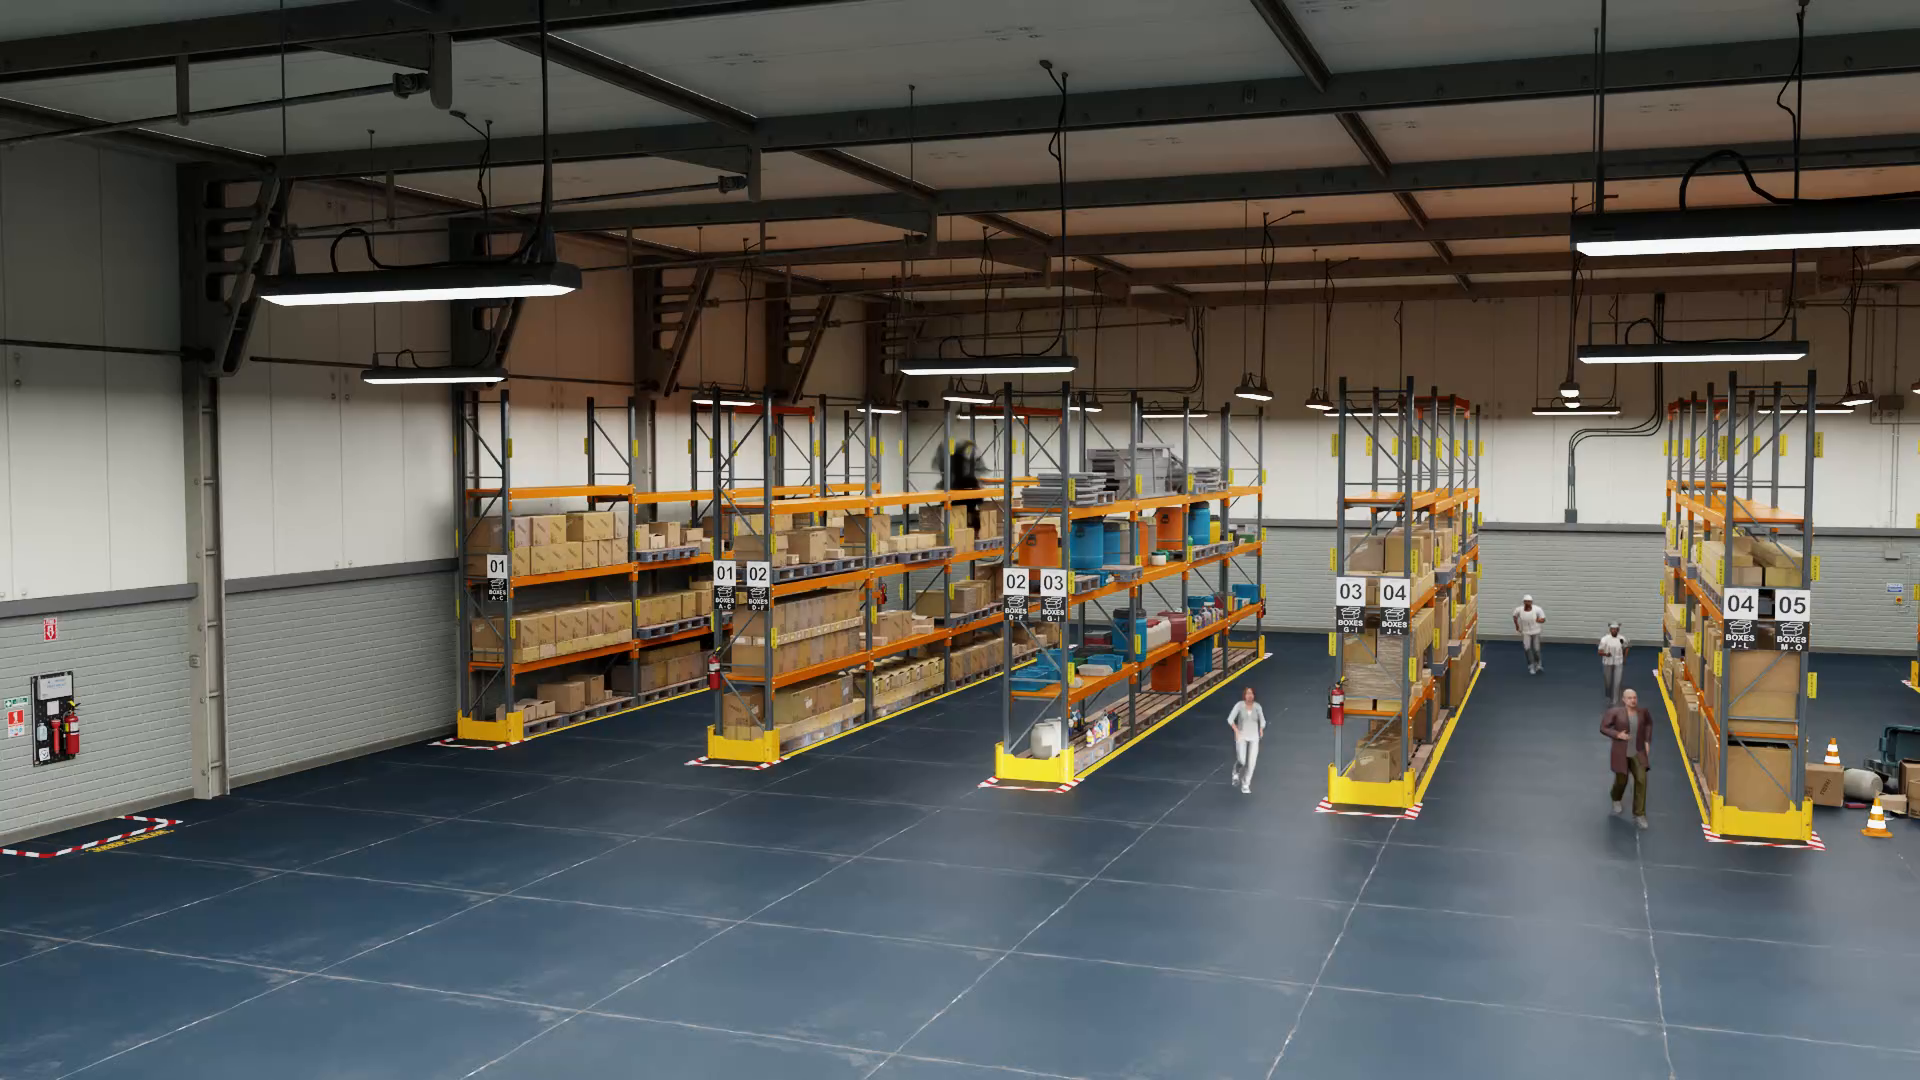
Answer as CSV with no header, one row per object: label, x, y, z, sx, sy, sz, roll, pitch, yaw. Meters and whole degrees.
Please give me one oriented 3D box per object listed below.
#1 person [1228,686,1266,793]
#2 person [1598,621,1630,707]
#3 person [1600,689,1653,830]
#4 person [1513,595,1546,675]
person,4.184,2.900,24.149,0.536,1.550,0.503,0,3,-2
person,12.471,2.383,31.725,0.586,1.685,0.891,1,3,17
person,8.959,2.888,22.326,0.741,1.801,1.022,0,3,6
person,12.689,2.102,37.058,0.680,1.783,0.799,1,3,15
